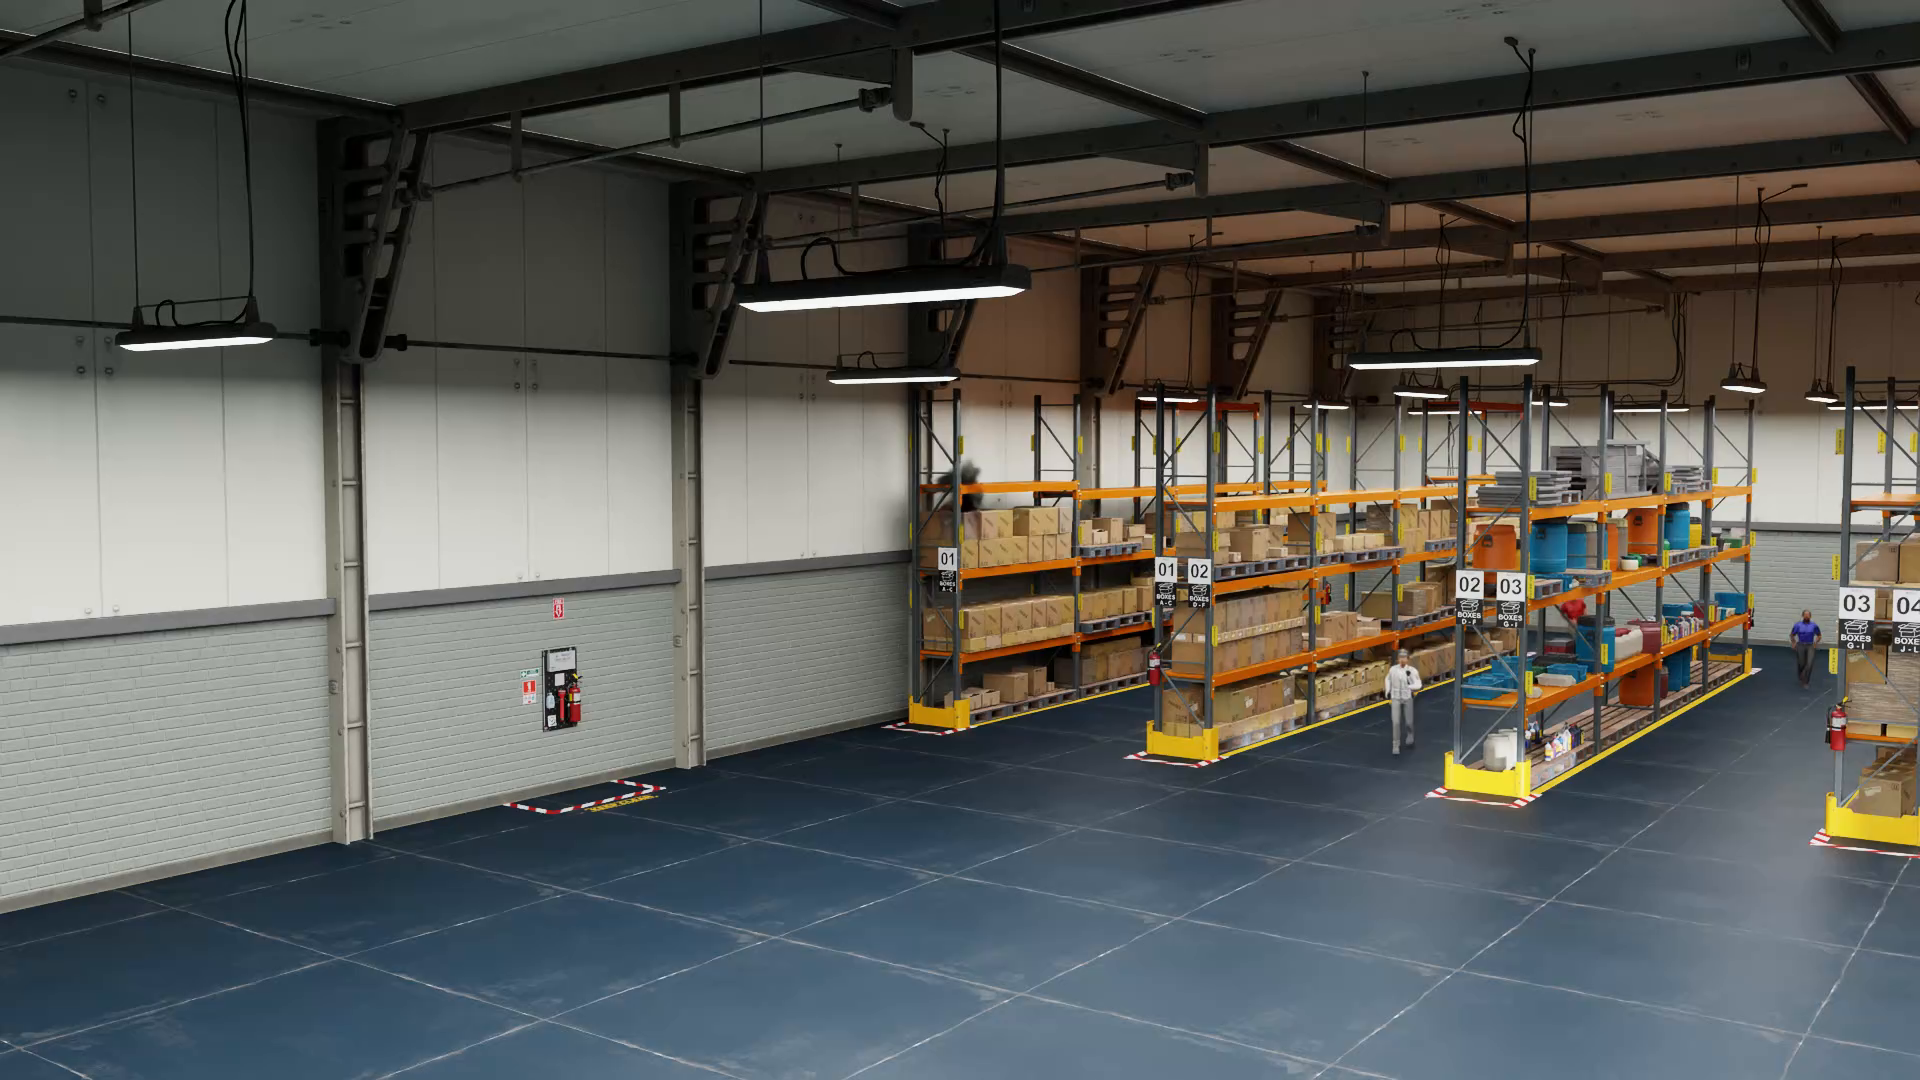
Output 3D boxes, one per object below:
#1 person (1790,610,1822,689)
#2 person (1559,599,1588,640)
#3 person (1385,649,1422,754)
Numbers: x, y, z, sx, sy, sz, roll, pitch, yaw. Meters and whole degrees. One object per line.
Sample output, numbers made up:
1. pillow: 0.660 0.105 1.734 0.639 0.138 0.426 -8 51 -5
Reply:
1. person: 17.491 2.251 34.389 0.588 1.621 0.582 1 4 23
2. person: 14.322 1.977 38.674 0.739 1.640 0.589 0 3 5
3. person: 7.210 2.598 27.103 0.618 1.673 0.927 1 4 23
